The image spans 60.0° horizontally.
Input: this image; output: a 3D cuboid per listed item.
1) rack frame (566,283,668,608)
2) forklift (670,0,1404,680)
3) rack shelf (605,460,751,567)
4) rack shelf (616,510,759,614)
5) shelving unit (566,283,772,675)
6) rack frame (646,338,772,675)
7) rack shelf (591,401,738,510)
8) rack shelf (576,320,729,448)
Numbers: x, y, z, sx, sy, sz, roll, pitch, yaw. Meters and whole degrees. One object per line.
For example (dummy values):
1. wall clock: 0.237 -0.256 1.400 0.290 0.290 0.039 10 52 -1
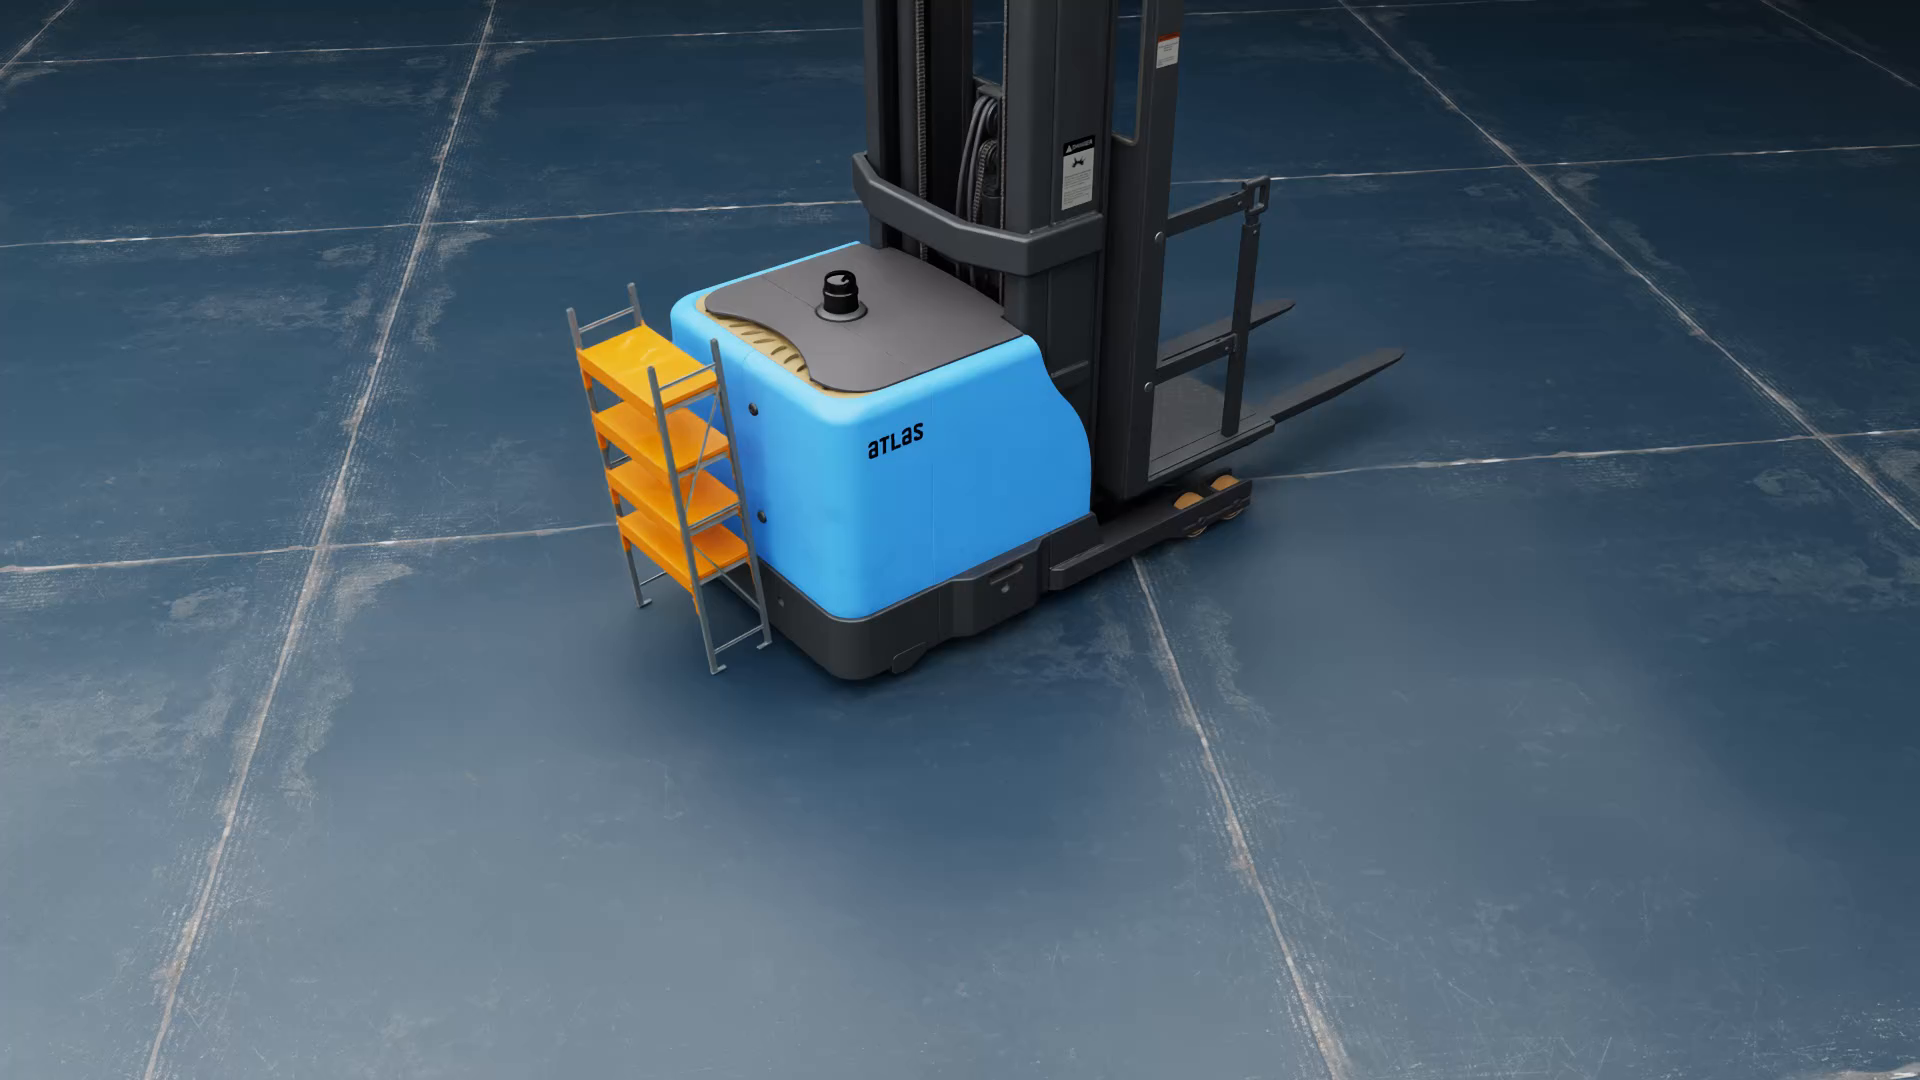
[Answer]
1. rack frame: -1.089 -0.288 5.590 0.240 1.200 0.015 -29 43 -28
2. forklift: 0.488 -1.431 5.748 3.031 2.935 1.130 -24 41 -31
3. rack shelf: -0.930 -0.129 5.475 0.258 0.148 0.480 -29 43 -28
4. rack shelf: -0.917 0.029 5.595 0.258 0.148 0.480 -29 43 -28
5. shelving unit: -0.934 -0.182 5.434 0.258 1.200 0.503 -29 43 -28
6. rack frame: -0.780 -0.076 5.278 0.240 1.200 0.015 -29 43 -28
7. rack shelf: -0.945 -0.306 5.339 0.258 0.148 0.480 -29 43 -28
8. rack shelf: -0.961 -0.494 5.196 0.258 0.148 0.480 -29 43 -28
